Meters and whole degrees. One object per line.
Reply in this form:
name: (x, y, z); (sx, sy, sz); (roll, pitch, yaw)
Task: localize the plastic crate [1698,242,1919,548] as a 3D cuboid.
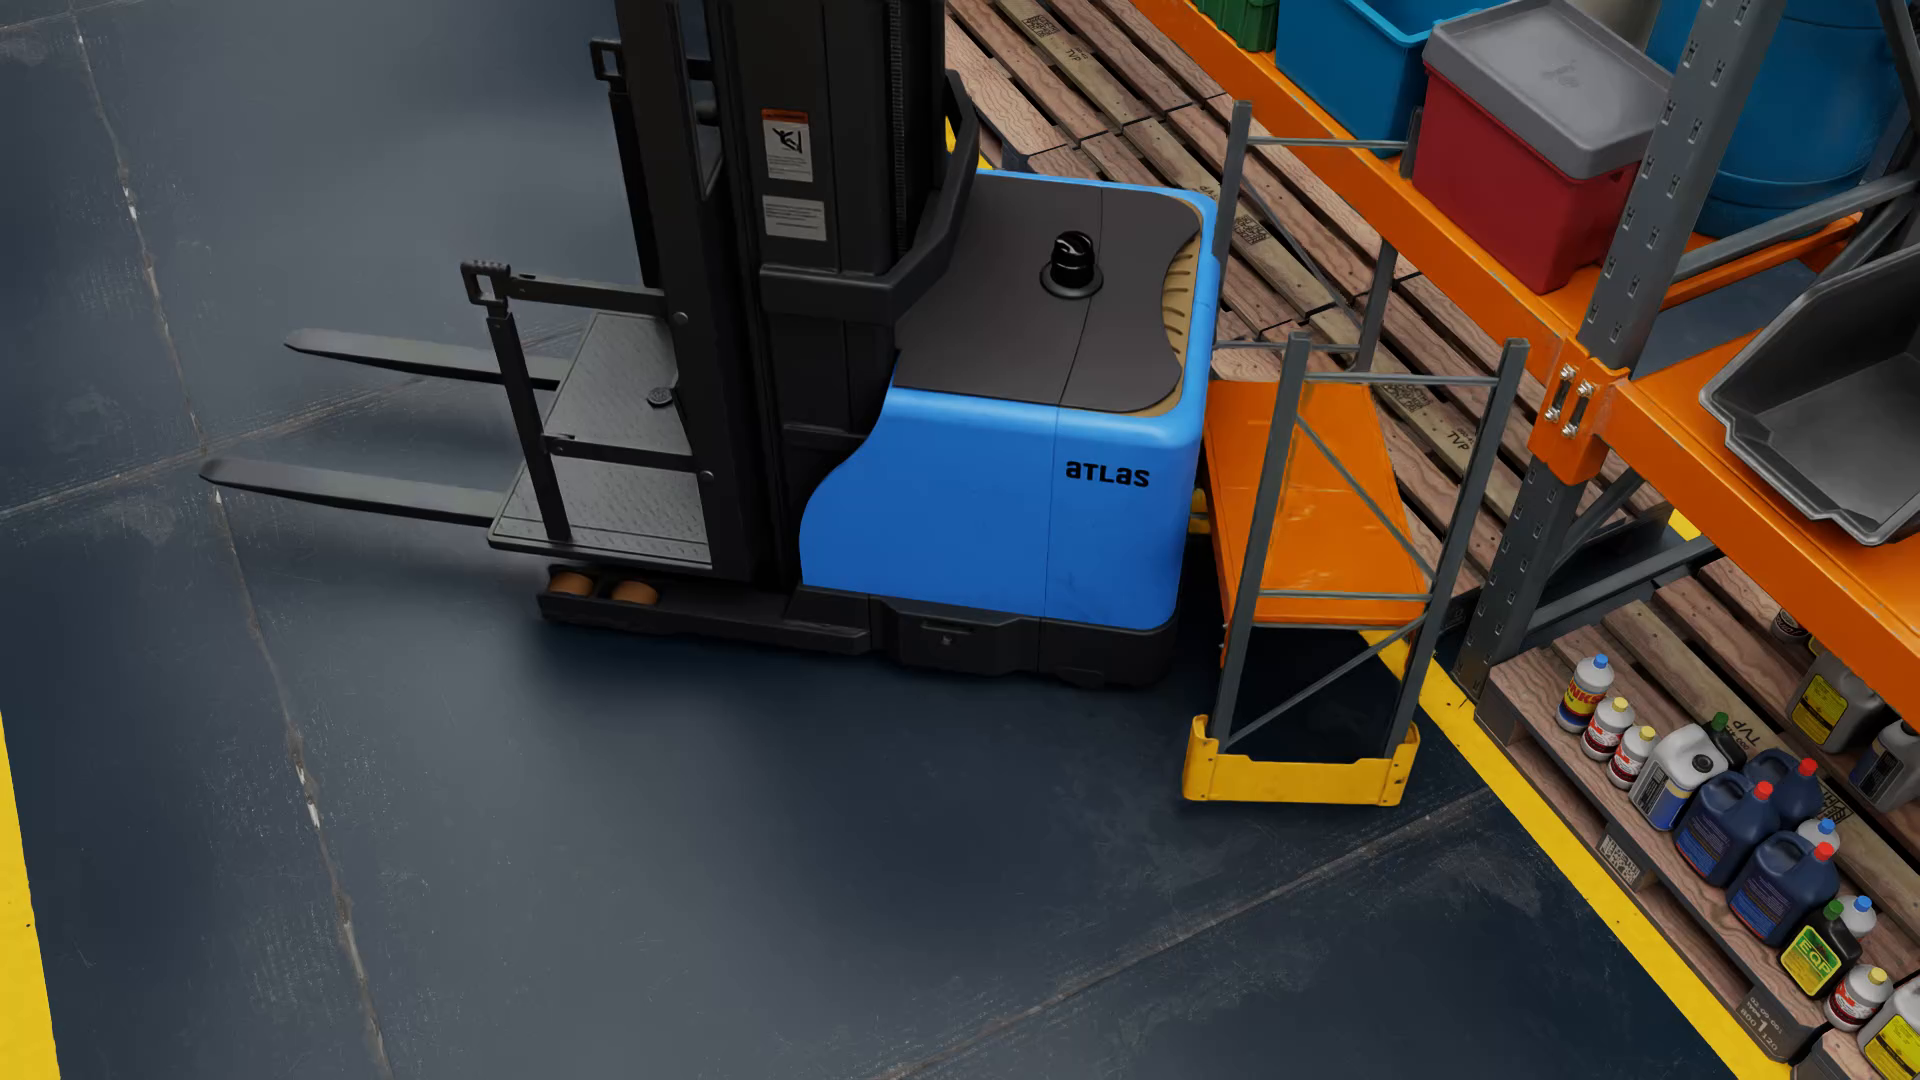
plastic crate: (2.042, -0.305, 3.566); (0.767, 0.338, 0.504); (-21, 52, -18)

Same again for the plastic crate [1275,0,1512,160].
plastic crate: (1.134, -1.346, 4.445); (0.392, 0.384, 0.575); (-21, 52, -18)

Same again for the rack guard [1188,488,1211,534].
rack guard: (0.906, -0.084, 5.146); (0.587, 0.250, 0.087); (2, 42, -1)

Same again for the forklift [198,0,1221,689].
forklift: (-0.805, -1.071, 4.239); (3.031, 2.935, 1.130); (7, 49, 6)

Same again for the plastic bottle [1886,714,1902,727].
plastic bottle: (2.554, 0.467, 4.316); (0.144, 0.351, 0.185); (-24, 53, -19)

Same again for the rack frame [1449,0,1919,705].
rack frame: (1.915, -0.720, 3.887); (1.000, 3.000, 0.127); (-21, 52, -18)

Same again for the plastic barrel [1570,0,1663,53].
plastic barrel: (1.672, -1.481, 4.462); (0.433, 0.535, 0.433); (0, 49, 0)

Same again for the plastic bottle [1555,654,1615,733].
plastic bottle: (1.671, 0.398, 4.430); (0.097, 0.271, 0.097); (0, 49, 0)

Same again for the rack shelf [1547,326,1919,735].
rack shelf: (2.830, 0.855, 2.987); (1.077, 0.370, 4.000); (-21, 52, -18)

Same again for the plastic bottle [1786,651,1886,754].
plastic bottle: (2.338, 0.389, 4.385); (0.144, 0.351, 0.185); (-21, 52, -18)

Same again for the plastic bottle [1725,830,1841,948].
plastic bottle: (2.002, 0.817, 4.010); (0.144, 0.351, 0.185); (-23, 53, -19)

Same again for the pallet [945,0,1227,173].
pallet: (0.405, -1.947, 6.813); (1.003, 0.211, 1.213); (-21, 52, -18)

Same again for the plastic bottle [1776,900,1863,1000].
plastic bottle: (2.040, 0.964, 3.927); (0.061, 0.283, 0.133); (-19, 52, -16)

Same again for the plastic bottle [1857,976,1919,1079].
plastic bottle: (2.196, 1.101, 3.762); (0.144, 0.351, 0.185); (-22, 52, -18)

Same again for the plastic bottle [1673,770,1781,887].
plastic bottle: (1.916, 0.690, 4.121); (0.144, 0.351, 0.185); (-20, 52, -17)

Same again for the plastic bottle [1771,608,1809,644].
plastic bottle: (2.358, 0.192, 4.656); (0.097, 0.201, 0.097); (0, 49, 0)

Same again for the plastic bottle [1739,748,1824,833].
plastic bottle: (2.044, 0.641, 4.164); (0.144, 0.351, 0.185); (-21, 52, -18)

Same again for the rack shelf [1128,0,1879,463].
rack shelf: (1.000, -1.822, 5.328); (1.077, 0.370, 4.000); (-21, 52, -18)

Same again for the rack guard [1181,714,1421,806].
rack guard: (0.897, 0.585, 4.408); (0.587, 0.250, 0.087); (2, 42, -1)

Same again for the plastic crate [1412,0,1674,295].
plastic crate: (1.422, -0.960, 4.054); (0.402, 0.464, 0.583); (-21, 52, -18)

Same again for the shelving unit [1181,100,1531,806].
shelving unit: (0.921, -0.212, 4.357); (0.587, 1.500, 1.083); (2, 42, -1)

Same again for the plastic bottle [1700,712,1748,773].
plastic bottle: (1.938, 0.564, 4.277); (0.061, 0.283, 0.133); (-21, 52, -18)

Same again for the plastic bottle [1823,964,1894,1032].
plastic bottle: (2.111, 1.063, 3.894); (0.097, 0.201, 0.097); (0, 49, 0)

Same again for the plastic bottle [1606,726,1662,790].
plastic bottle: (1.764, 0.557, 4.337); (0.097, 0.201, 0.097); (0, 49, 0)

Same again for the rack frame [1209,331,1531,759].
rack frame: (0.916, 0.136, 3.974); (0.500, 1.500, 0.032); (2, 42, -1)

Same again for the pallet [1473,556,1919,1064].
pallet: (2.185, 0.662, 4.531); (1.003, 0.211, 1.213); (-21, 52, -18)

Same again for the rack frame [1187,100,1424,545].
rack frame: (0.926, -0.547, 4.727); (0.500, 1.500, 0.032); (2, 42, -1)

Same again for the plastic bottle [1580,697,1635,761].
plastic bottle: (1.718, 0.489, 4.397); (0.097, 0.201, 0.097); (0, 49, 0)

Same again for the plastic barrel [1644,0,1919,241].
plastic barrel: (2.008, -1.248, 4.016); (0.600, 0.901, 0.708); (-21, 52, -18)

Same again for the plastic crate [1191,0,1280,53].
plastic crate: (0.867, -1.719, 4.901); (0.450, 0.188, 0.662); (-21, 52, -18)

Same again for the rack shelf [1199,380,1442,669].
rack shelf: (0.915, -0.073, 4.471); (0.538, 0.185, 1.000); (2, 42, -1)

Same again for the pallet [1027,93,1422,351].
pallet: (0.959, -1.132, 6.100); (1.003, 0.211, 1.213); (-21, 52, -18)

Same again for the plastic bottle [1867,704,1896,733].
plastic bottle: (2.466, 0.339, 4.428); (0.144, 0.351, 0.185); (-22, 53, -18)

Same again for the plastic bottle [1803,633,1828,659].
plastic bottle: (2.429, 0.238, 4.562); (0.061, 0.283, 0.133); (-19, 51, -16)

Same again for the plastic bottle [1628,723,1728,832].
plastic bottle: (1.843, 0.603, 4.247); (0.152, 0.276, 0.135); (-19, 52, -16)

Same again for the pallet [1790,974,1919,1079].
pallet: (2.748, 1.479, 3.816); (1.003, 0.211, 1.213); (-21, 52, -18)

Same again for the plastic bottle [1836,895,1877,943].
plastic bottle: (2.103, 0.928, 3.965); (0.097, 0.271, 0.097); (0, 49, 0)

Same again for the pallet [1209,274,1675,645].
pallet: (1.521, -0.314, 5.385); (1.003, 0.211, 1.213); (-21, 52, -18)

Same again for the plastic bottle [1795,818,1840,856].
plastic bottle: (2.089, 0.772, 4.102); (0.097, 0.271, 0.097); (0, 49, 0)

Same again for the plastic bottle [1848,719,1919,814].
plastic bottle: (2.434, 0.560, 4.285); (0.152, 0.276, 0.135); (-21, 52, -18)
